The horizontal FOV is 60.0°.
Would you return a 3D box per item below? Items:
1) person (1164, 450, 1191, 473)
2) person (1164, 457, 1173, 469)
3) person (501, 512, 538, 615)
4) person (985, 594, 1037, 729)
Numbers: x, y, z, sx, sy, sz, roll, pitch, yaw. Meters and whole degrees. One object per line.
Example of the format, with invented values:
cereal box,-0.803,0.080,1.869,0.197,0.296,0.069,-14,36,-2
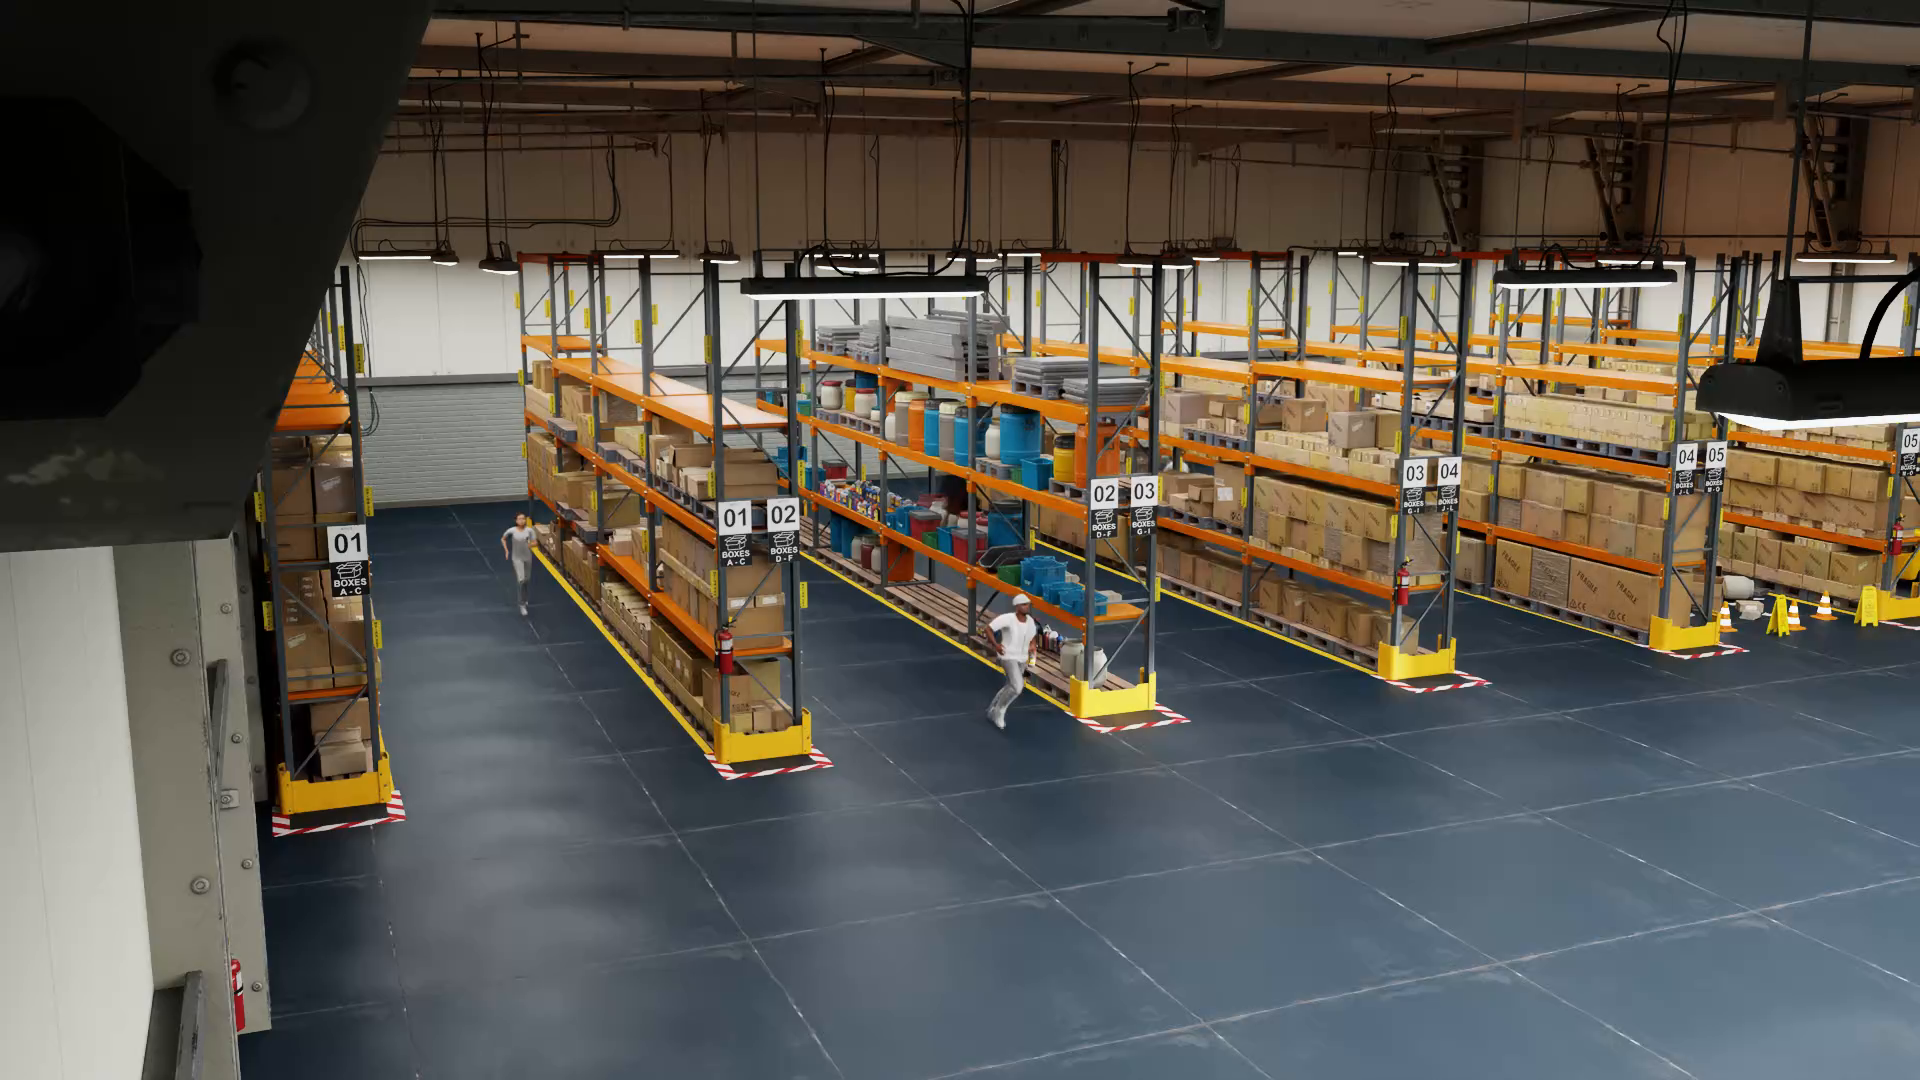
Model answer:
person,4.747,-1.088,36.133,0.673,1.751,0.590,-5,12,-26
person,5.361,-2.055,41.562,0.868,1.690,0.602,2,11,11
person,-7.475,0.371,28.348,0.537,1.726,0.771,-6,12,-31
person,0.708,1.563,21.740,0.685,1.750,0.632,-10,14,-43
